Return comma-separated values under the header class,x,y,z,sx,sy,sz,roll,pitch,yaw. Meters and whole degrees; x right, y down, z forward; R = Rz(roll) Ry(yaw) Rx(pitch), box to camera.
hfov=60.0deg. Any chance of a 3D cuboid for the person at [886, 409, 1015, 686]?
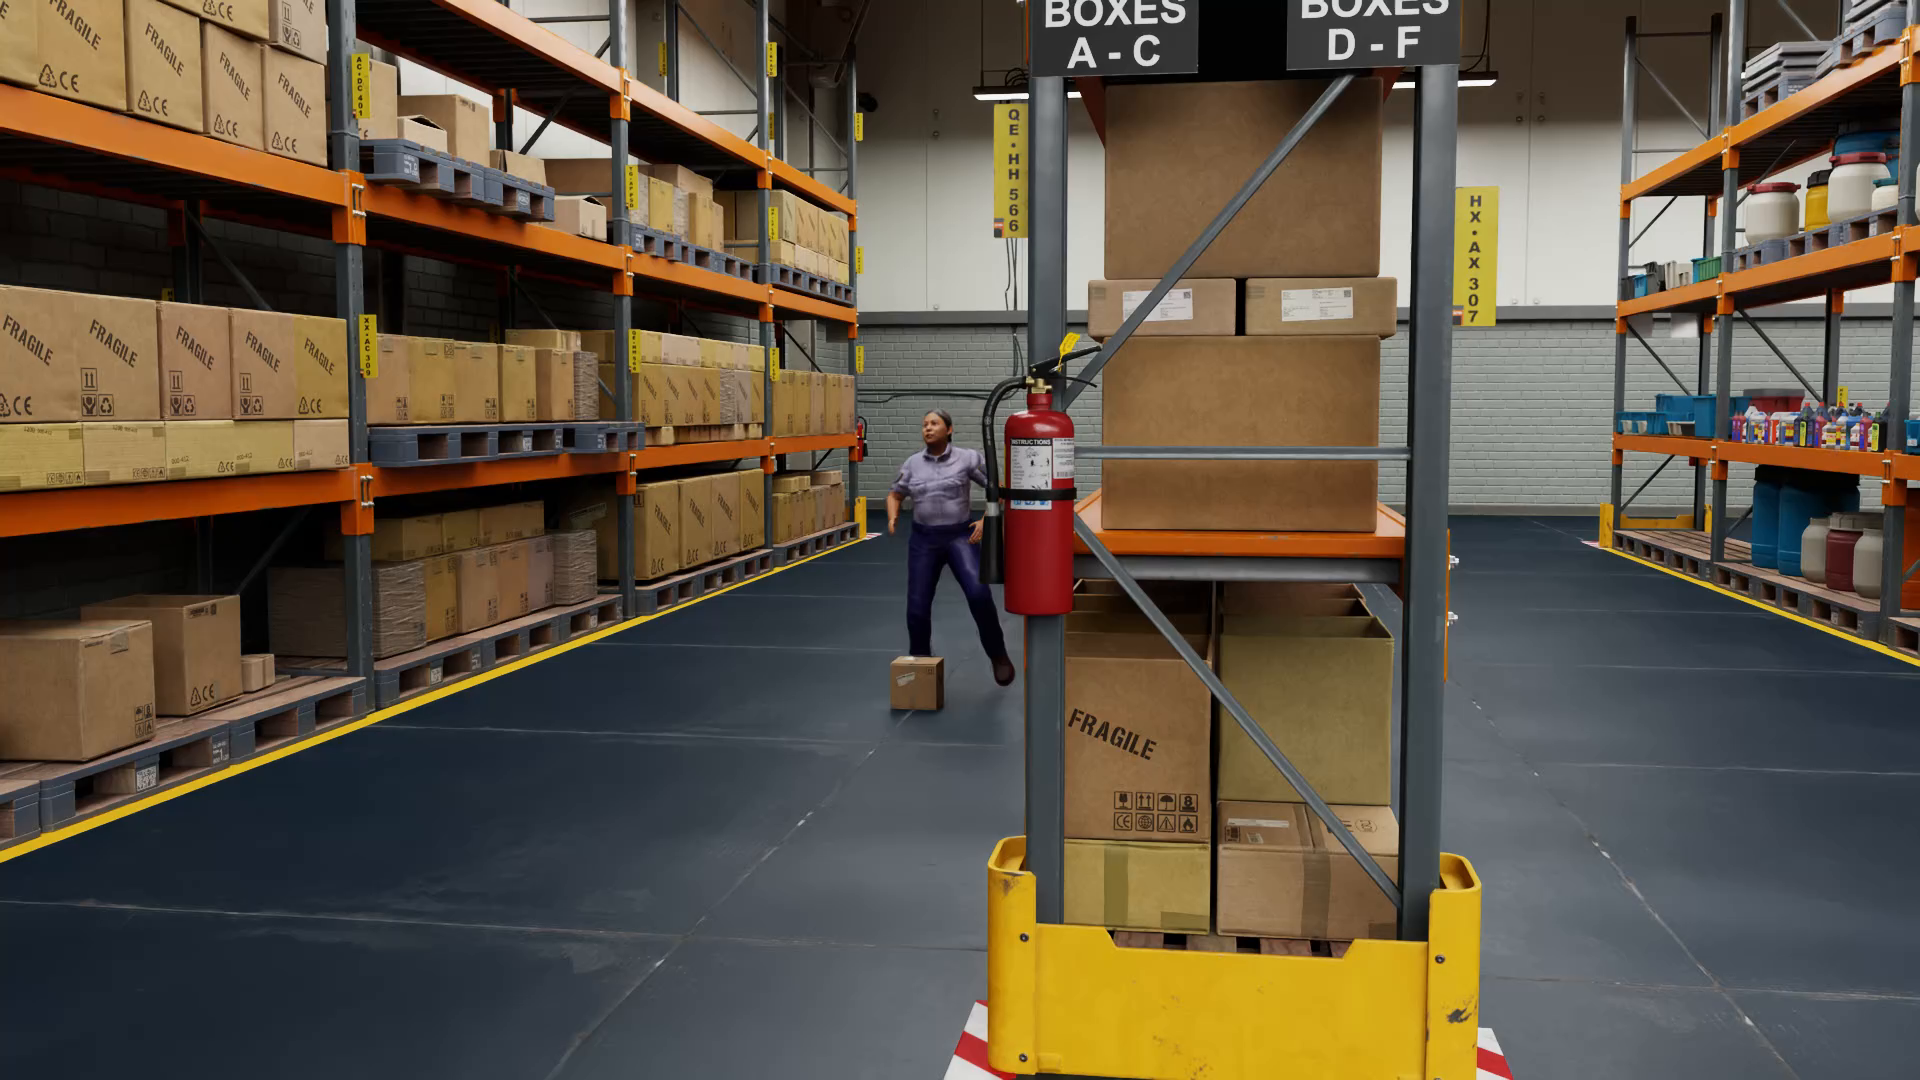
class,x,y,z,sx,sy,sz,roll,pitch,yaw
person,-0.065,0.055,9.535,0.774,1.611,0.533,1,5,7
